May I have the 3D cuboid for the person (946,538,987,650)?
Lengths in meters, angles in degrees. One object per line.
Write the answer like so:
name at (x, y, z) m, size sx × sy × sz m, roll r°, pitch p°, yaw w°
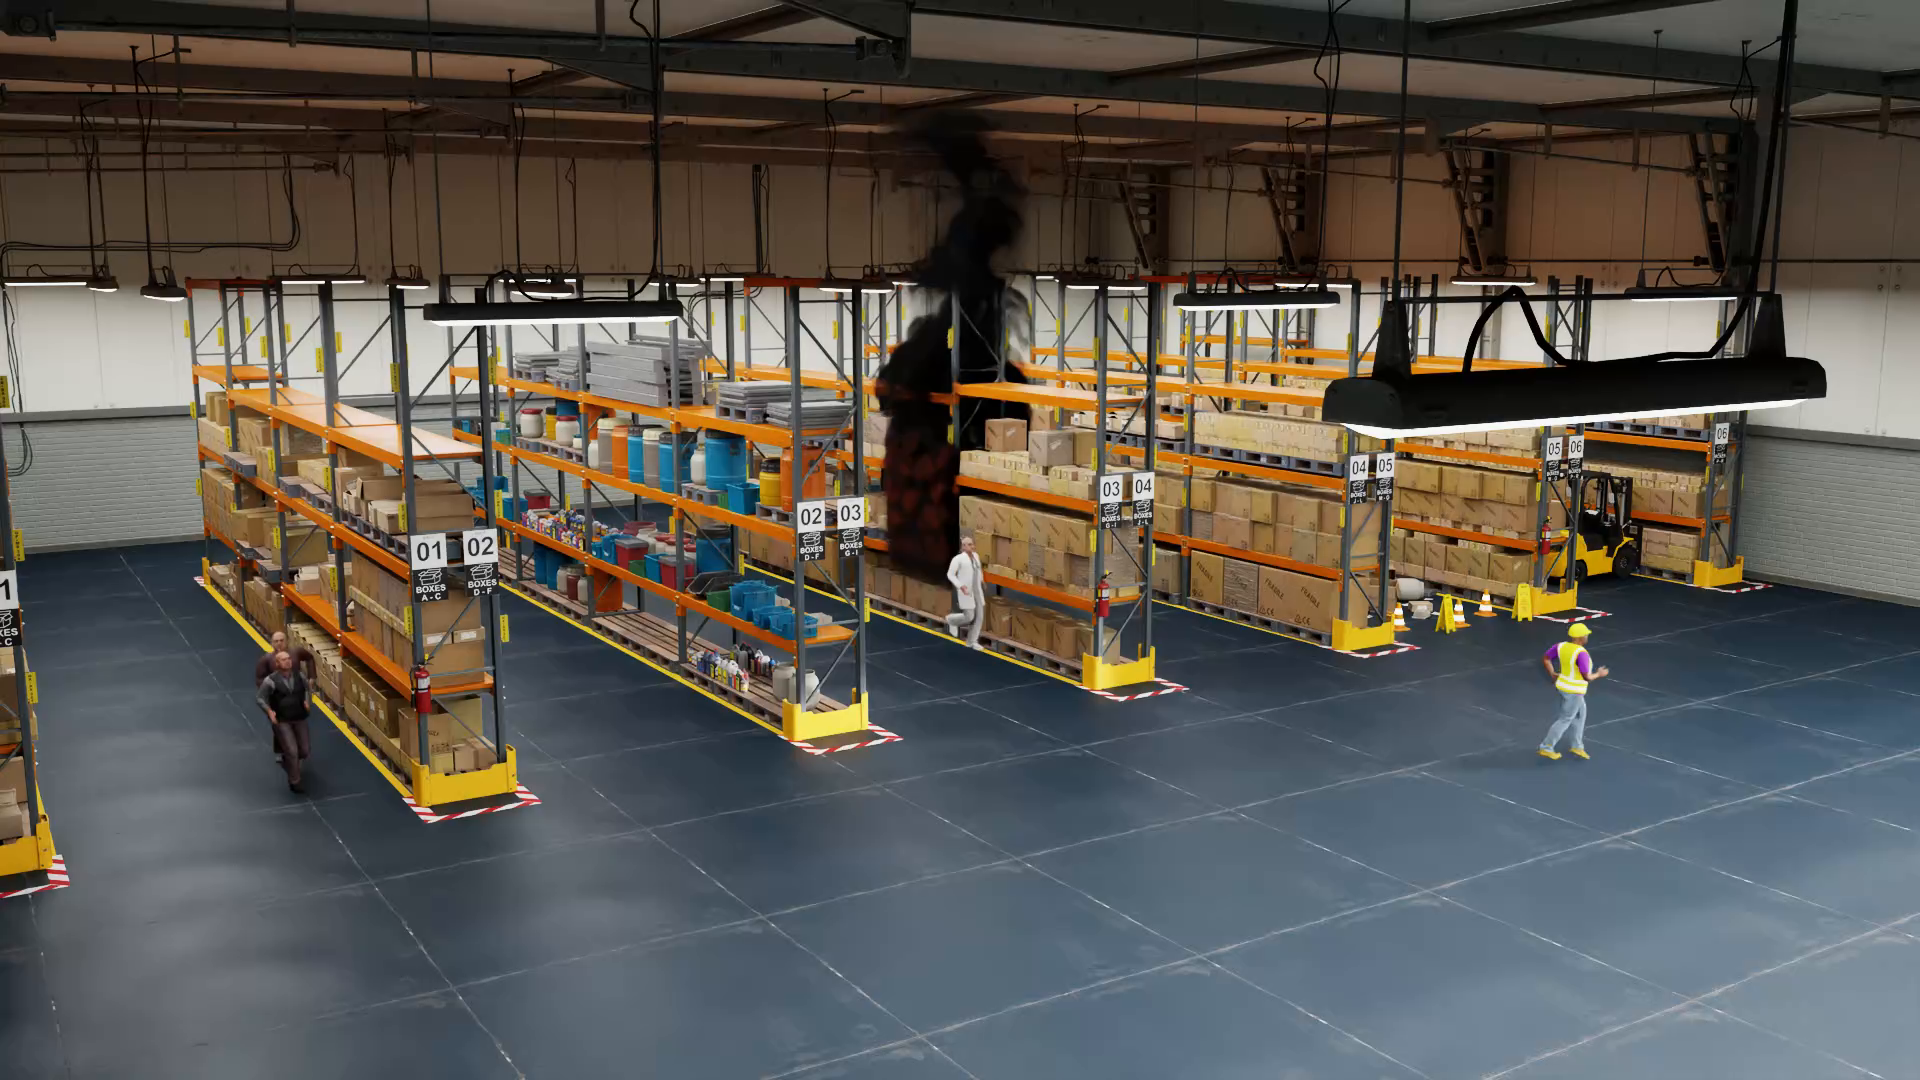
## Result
person at (0.117, 0.827, 26.136) m, size 0.711 × 1.754 × 0.756 m, roll -8°, pitch 12°, yaw -40°

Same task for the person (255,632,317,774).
person at (-8.383, 2.010, 20.740) m, size 0.726 × 1.799 × 0.953 m, roll -4°, pitch 10°, yaw -24°

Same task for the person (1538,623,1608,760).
person at (7.758, 1.952, 21.095) m, size 0.841 × 1.815 × 0.635 m, roll -1°, pitch 10°, yaw -6°

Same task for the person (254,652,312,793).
person at (-8.109, 2.173, 20.043) m, size 0.666 × 1.682 × 0.754 m, roll -9°, pitch 13°, yaw -44°
